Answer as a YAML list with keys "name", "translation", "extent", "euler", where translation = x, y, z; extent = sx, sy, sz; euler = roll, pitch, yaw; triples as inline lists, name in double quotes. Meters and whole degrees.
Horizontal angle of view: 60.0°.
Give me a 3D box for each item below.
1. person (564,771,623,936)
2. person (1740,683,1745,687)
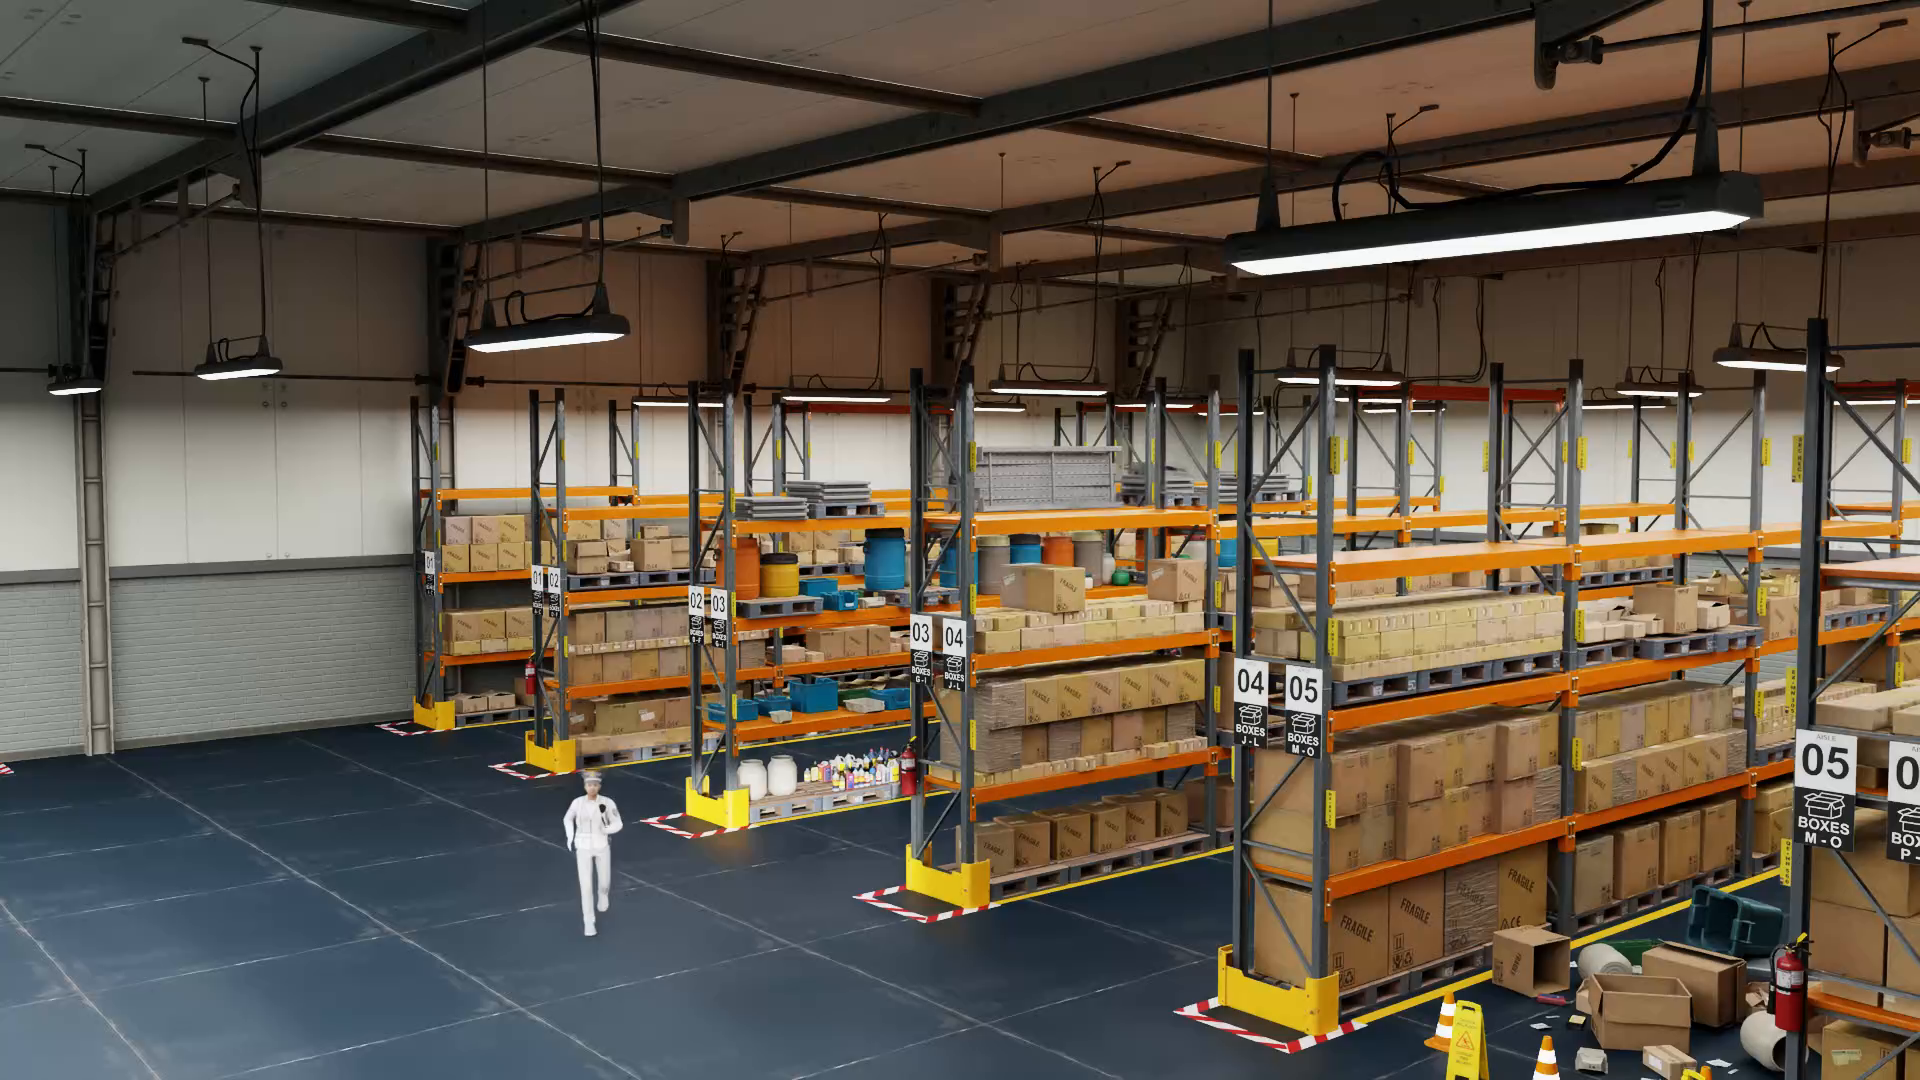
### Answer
- name: "person"
  translation: [-3.901, 3.273, 17.678]
  extent: [0.623, 1.670, 0.884]
  euler: [-1, 3, -10]
- name: "person"
  translation: [11.472, 2.904, 24.223]
  extent: [0.654, 1.692, 0.943]
  euler: [3, 5, 42]
